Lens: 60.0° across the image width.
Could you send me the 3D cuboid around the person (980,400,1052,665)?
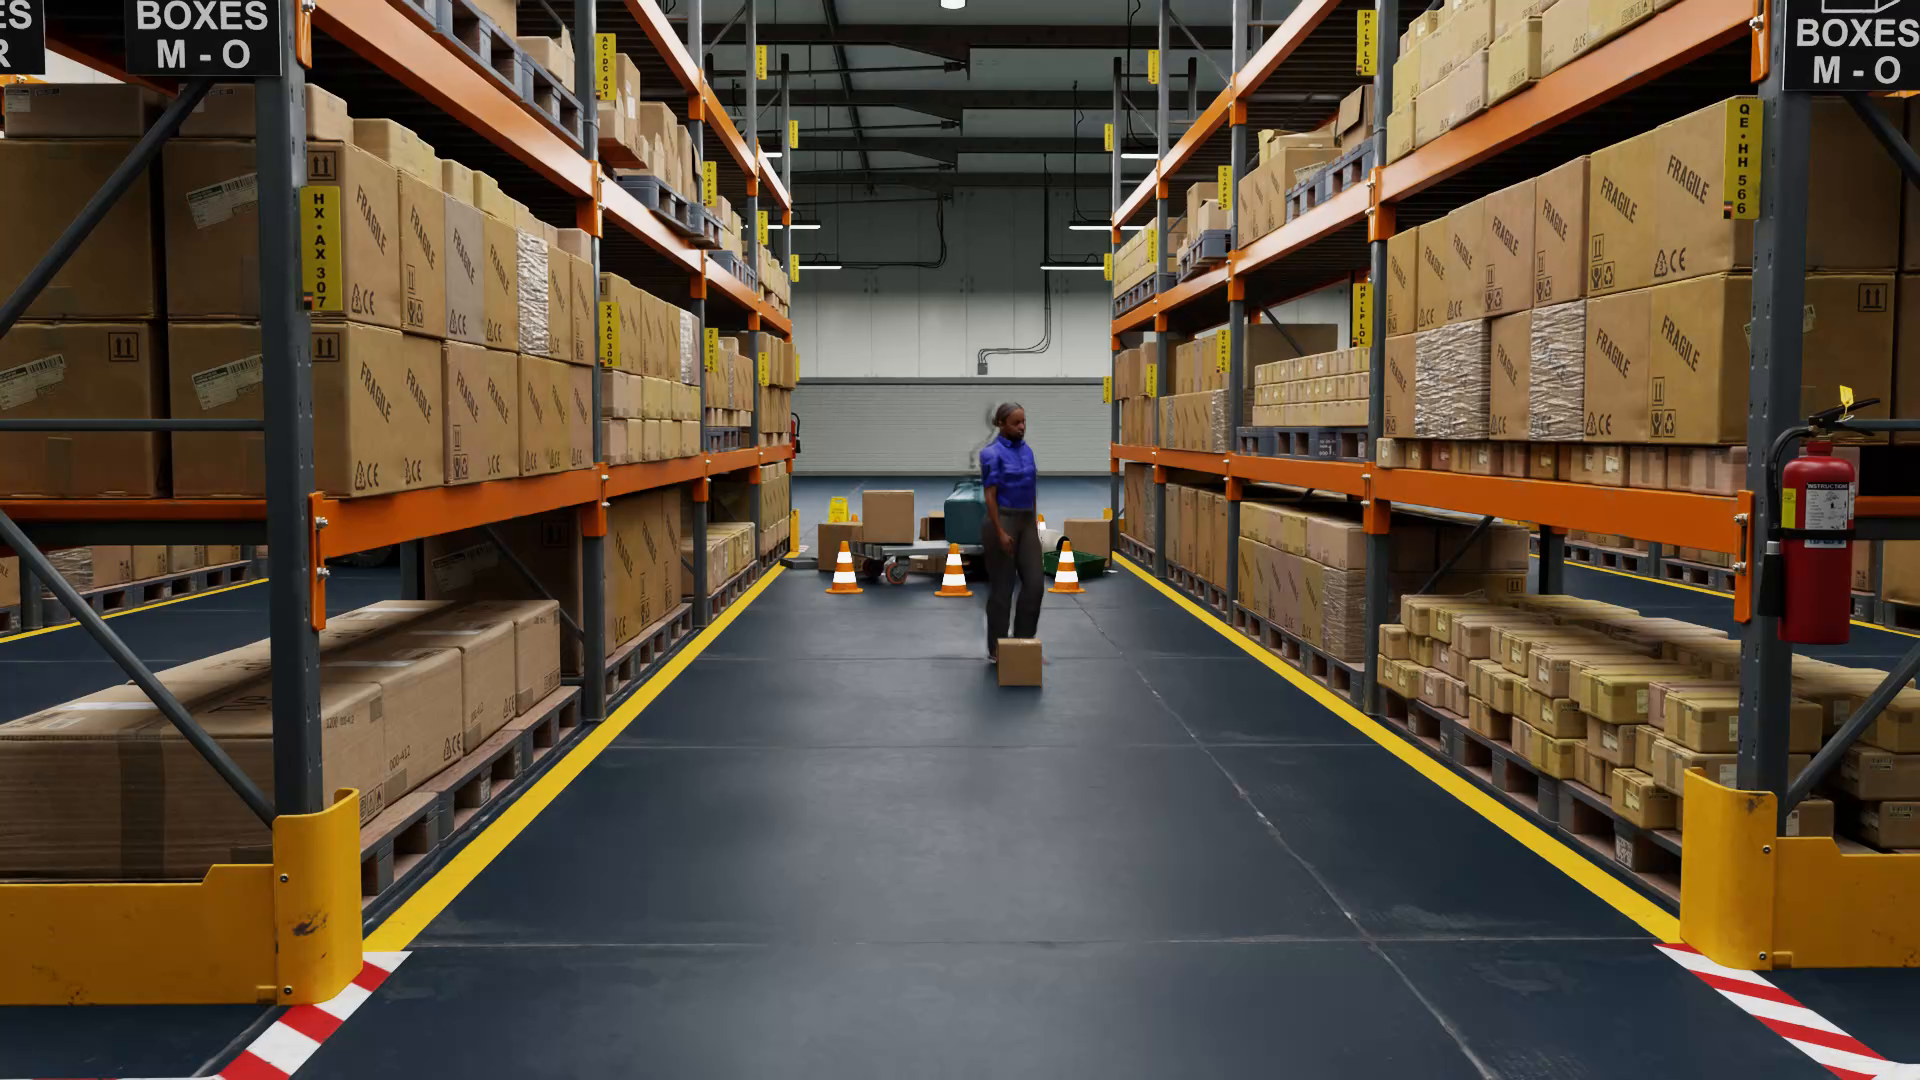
[{"bbox_3d":[0.329,-0.021,10.480,0.483,1.710,0.331,-4,5,-44],"label":"person"}]
